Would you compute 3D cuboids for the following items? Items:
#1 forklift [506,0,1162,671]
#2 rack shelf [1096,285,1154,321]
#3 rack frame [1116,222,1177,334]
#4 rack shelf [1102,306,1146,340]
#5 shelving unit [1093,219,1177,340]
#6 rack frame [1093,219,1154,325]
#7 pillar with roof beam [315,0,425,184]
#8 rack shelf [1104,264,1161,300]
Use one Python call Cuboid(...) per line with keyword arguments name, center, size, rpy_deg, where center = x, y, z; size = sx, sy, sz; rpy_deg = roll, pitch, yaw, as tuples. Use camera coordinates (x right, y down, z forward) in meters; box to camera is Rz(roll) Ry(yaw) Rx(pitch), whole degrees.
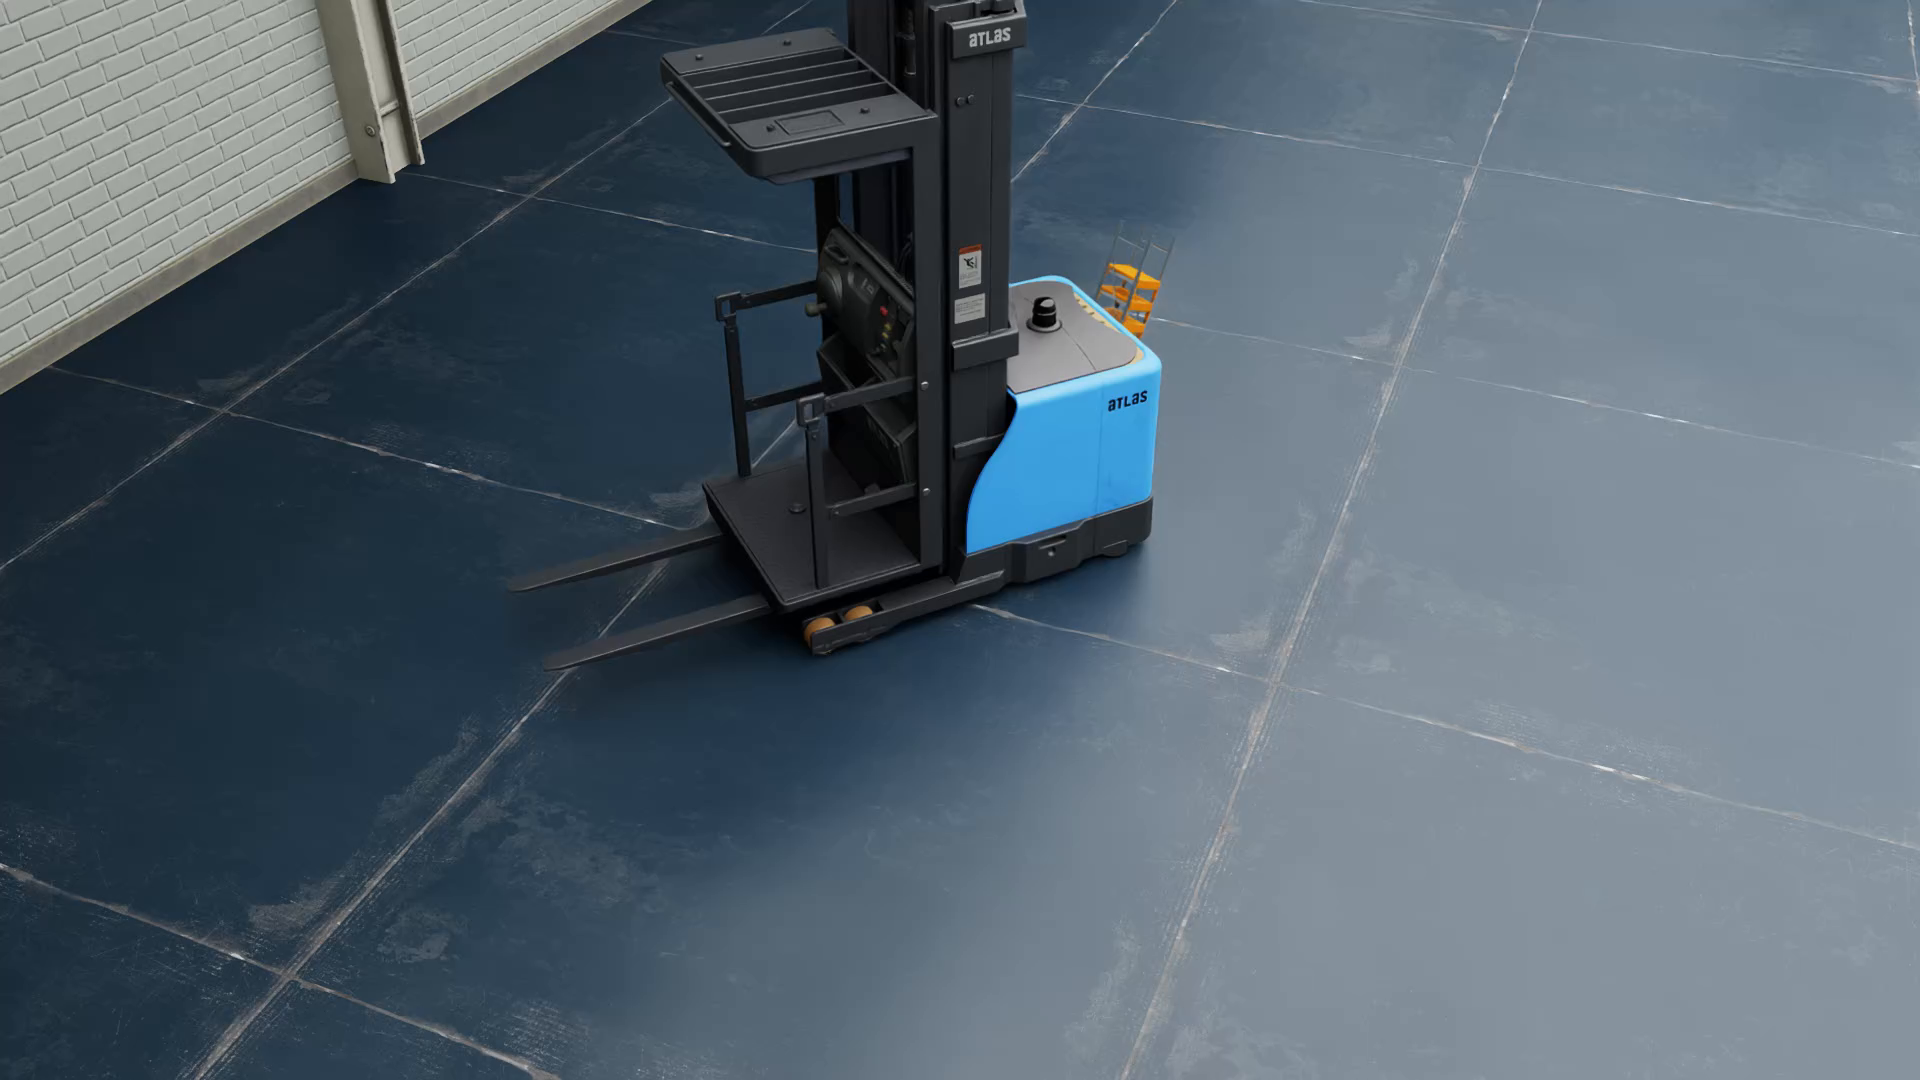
Cuboid(name="forklift", center=(-0.601, -1.012, 7.258), size=(3.031, 2.935, 1.130), rpy_deg=(-17, 40, -21))
Cuboid(name="rack shelf", center=(0.856, -1.248, 8.727), size=(0.180, 0.103, 0.258), rpy_deg=(-4, 31, -44))
Cuboid(name="rack frame", center=(0.865, -1.080, 8.862), size=(0.006, 1.200, 0.240), rpy_deg=(-4, 31, -44))
Cuboid(name="rack shelf", center=(0.821, -1.142, 8.771), size=(0.180, 0.103, 0.258), rpy_deg=(-4, 31, -44))
Cuboid(name="shelving unit", center=(0.799, -1.075, 8.798), size=(0.189, 1.200, 0.258), rpy_deg=(-4, 31, -44))
Cuboid(name="rack frame", center=(0.733, -1.071, 8.735), size=(0.006, 1.200, 0.240), rpy_deg=(-4, 31, -44))
Cuboid(name="pillar with roof beam", center=(-0.093, -5.276, 7.894), size=(9.100, 9.000, 0.400), rpy_deg=(14, 39, 18))
Cuboid(name="rack shelf", center=(0.891, -1.354, 8.683), size=(0.180, 0.103, 0.258), rpy_deg=(-4, 31, -44))
